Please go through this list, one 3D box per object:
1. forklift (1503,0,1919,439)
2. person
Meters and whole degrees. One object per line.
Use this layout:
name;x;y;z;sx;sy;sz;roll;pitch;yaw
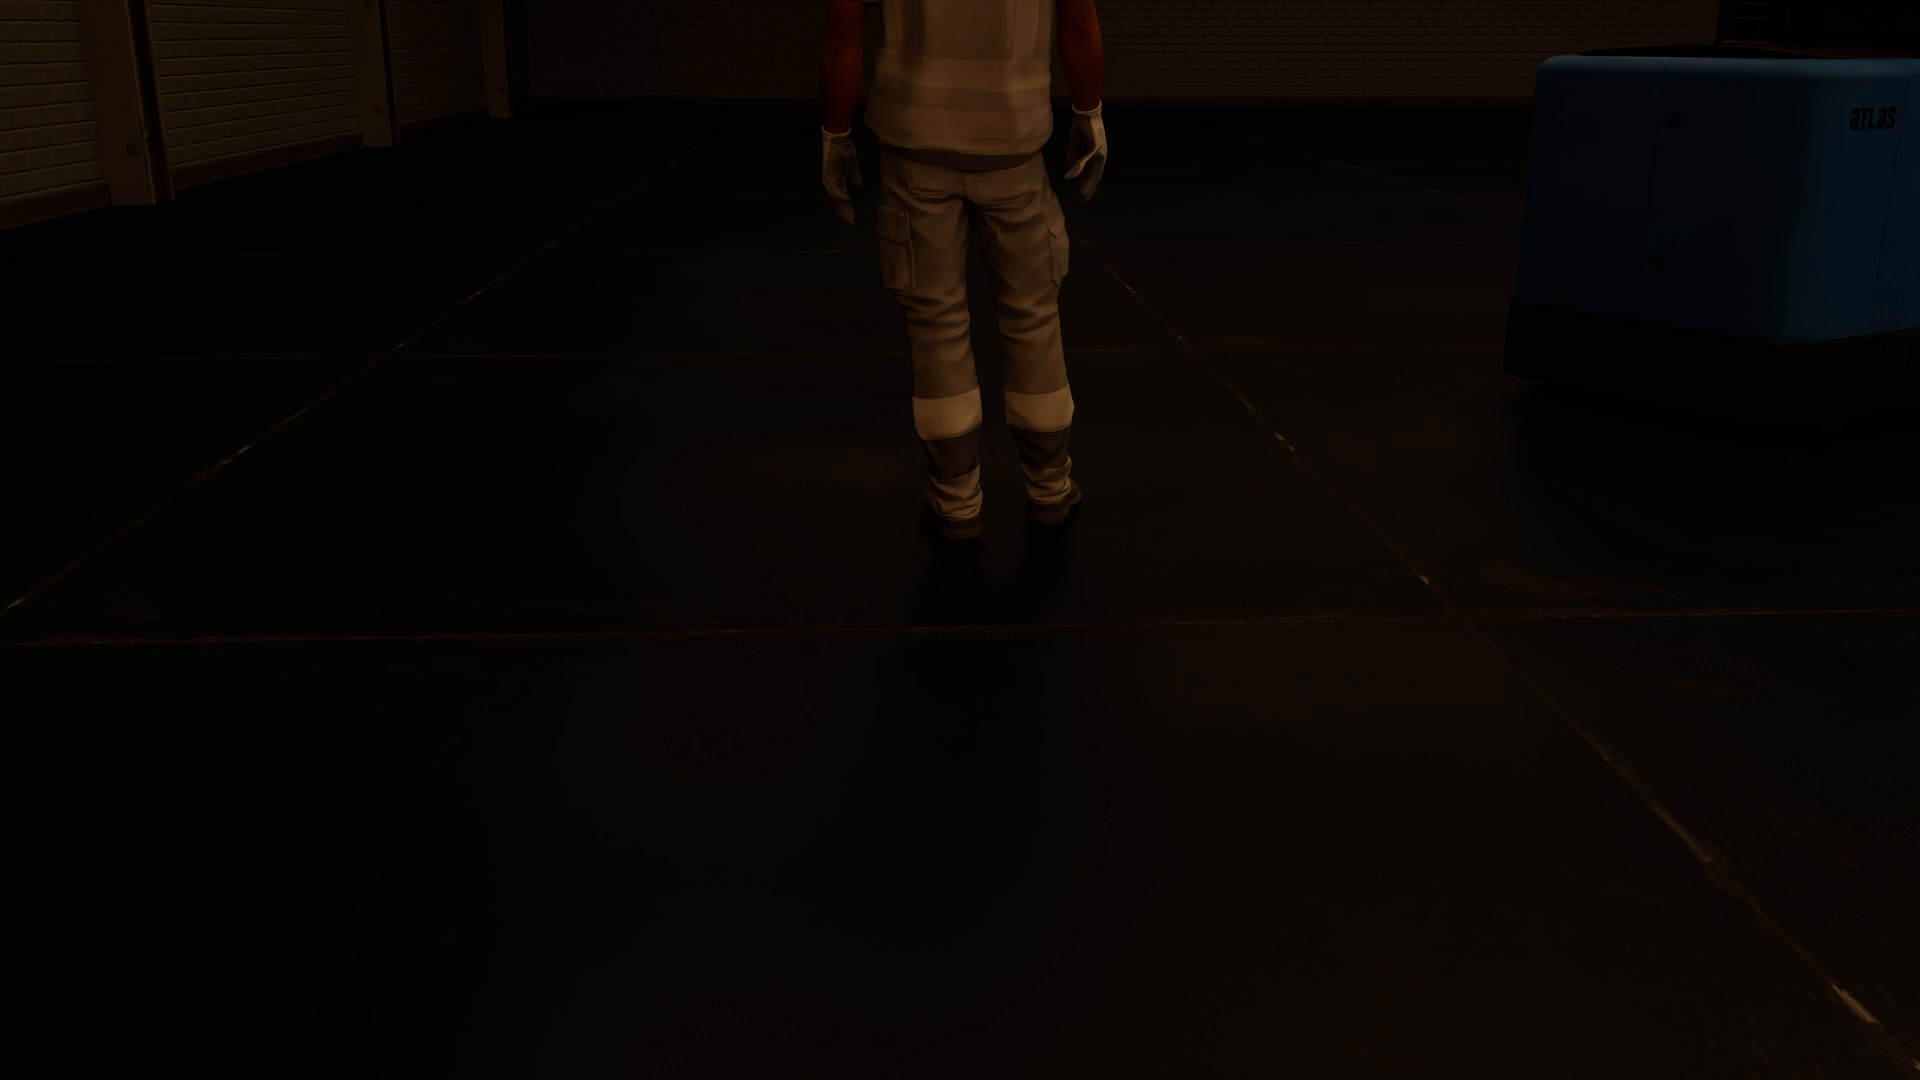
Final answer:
forklift;3.317;-1.994;5.425;3.031;2.935;1.130;-10;20;-30
person;0.009;-0.886;3.731;0.637;1.787;0.564;-1;17;-3
